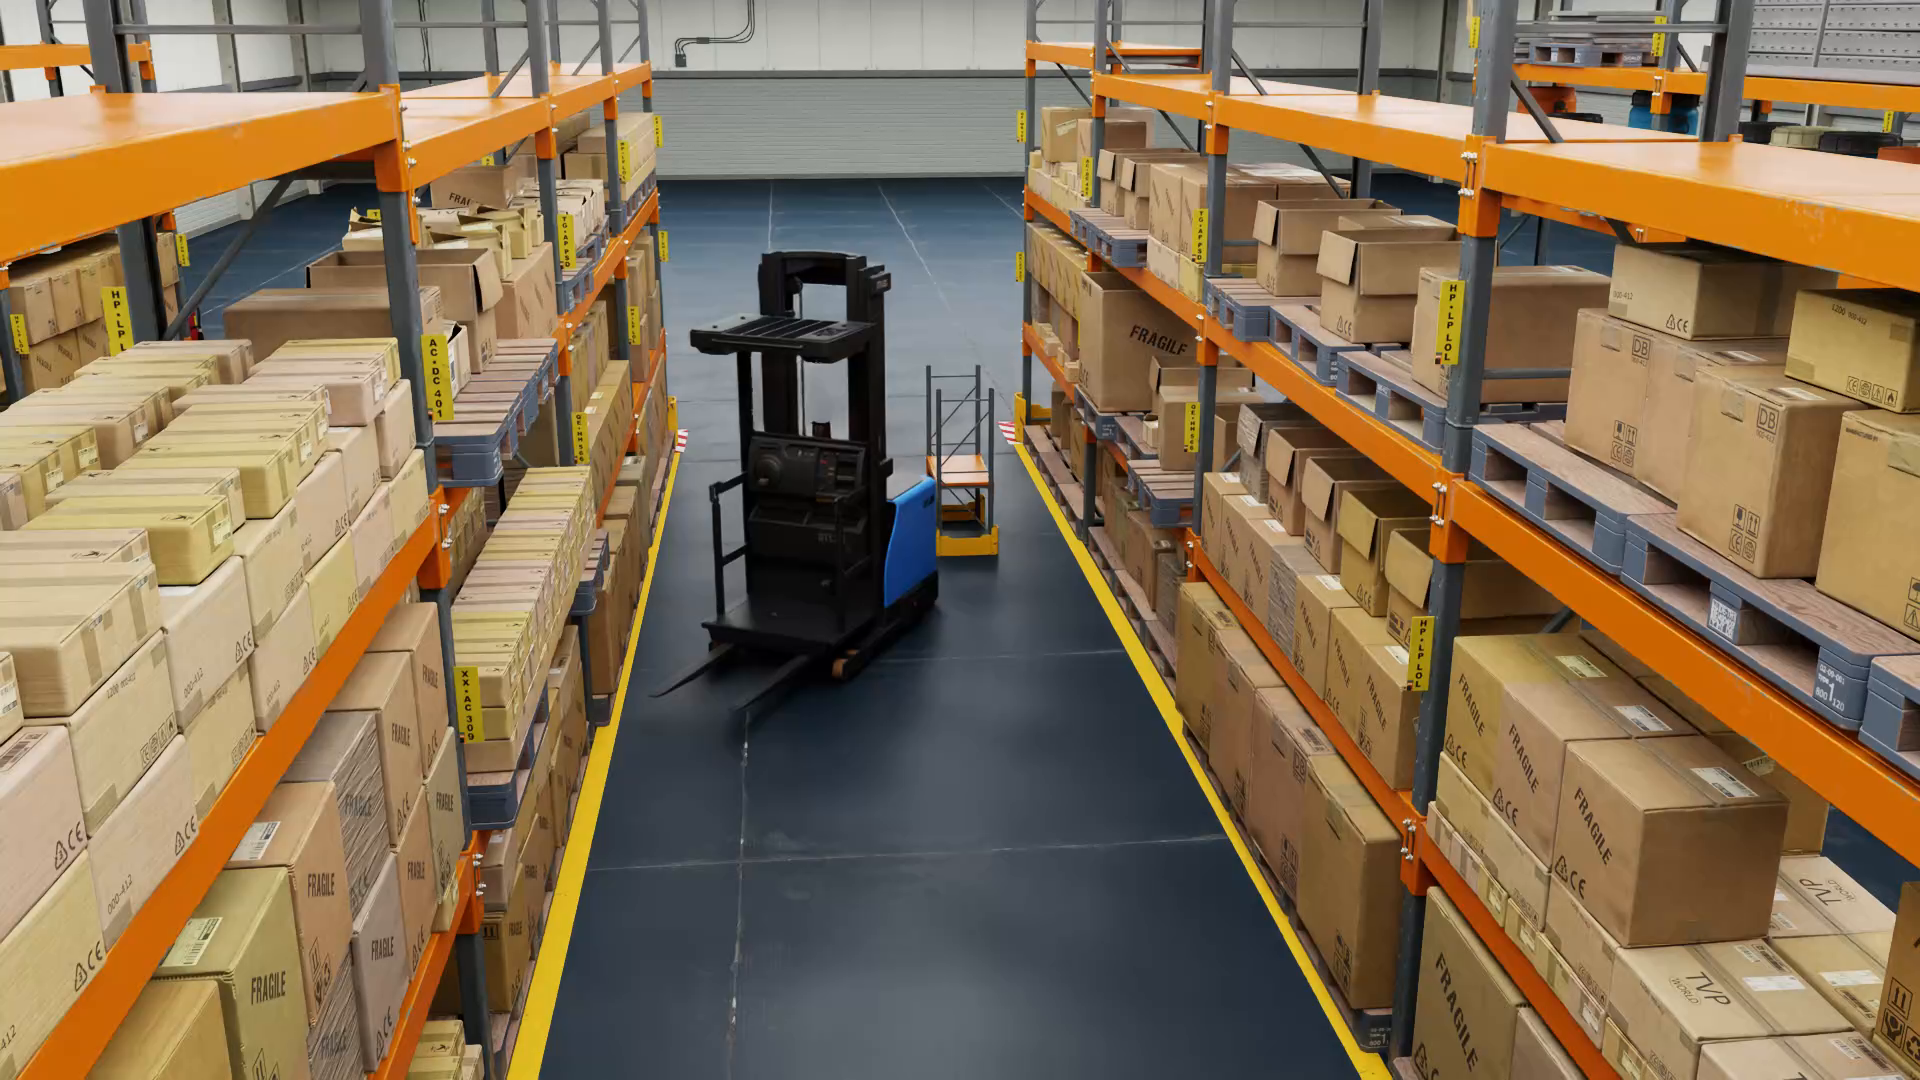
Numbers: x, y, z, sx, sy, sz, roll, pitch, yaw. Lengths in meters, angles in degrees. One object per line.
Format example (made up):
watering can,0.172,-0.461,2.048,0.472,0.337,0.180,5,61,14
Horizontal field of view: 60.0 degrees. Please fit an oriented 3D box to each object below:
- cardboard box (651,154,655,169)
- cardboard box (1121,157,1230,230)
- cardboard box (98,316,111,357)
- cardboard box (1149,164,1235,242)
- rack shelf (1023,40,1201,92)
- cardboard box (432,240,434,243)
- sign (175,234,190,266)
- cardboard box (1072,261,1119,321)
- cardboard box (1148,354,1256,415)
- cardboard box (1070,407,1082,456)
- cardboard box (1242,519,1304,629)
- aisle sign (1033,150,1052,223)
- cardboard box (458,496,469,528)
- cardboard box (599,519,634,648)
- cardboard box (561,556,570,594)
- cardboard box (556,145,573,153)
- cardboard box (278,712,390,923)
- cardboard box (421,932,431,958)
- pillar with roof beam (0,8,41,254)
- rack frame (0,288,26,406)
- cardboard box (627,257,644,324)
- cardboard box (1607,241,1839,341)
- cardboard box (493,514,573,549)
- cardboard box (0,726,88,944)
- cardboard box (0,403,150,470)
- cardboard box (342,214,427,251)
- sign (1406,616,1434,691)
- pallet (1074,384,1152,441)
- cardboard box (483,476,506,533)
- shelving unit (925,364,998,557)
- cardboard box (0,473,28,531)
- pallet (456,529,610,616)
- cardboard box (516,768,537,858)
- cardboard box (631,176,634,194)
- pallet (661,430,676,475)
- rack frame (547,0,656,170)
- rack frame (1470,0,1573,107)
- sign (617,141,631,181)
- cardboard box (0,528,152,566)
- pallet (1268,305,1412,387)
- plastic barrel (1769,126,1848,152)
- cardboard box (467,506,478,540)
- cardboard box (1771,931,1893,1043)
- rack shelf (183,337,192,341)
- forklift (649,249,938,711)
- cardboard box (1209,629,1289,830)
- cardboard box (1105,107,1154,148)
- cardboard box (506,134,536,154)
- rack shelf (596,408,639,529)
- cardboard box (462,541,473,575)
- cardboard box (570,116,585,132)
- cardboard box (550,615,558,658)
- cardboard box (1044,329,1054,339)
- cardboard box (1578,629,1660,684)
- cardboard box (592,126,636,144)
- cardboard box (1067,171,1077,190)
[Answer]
cardboard box,-3.342,-3.882,17.078,0.380,0.149,0.250,-2,18,-5
cardboard box,1.666,-2.675,12.807,0.797,0.503,0.637,-1,17,-3
cardboard box,-8.193,-1.890,15.524,0.500,0.500,0.500,-2,17,-5
cardboard box,1.633,-2.378,11.735,0.500,0.500,0.500,-1,17,-5
rack shelf,1.412,-4.531,15.792,1.077,0.370,4.000,-2,18,-6
cardboard box,-3.194,-1.842,10.551,0.380,0.166,0.250,-2,18,-6
sign,-8.098,-3.018,17.320,0.100,0.325,0.005,-2,18,-6
cardboard box,1.298,-2.210,14.875,0.500,0.500,0.500,-2,18,-6
cardboard box,1.889,-1.154,12.970,0.797,0.503,0.637,0,17,0
cardboard box,1.395,-1.066,17.038,0.500,0.500,0.500,0,17,0
cardboard box,1.922,0.186,9.411,0.500,0.500,0.500,-2,18,-7
aisle sign,0.901,-3.859,18.121,0.394,0.787,0.004,-2,18,-6
cardboard box,-3.007,-0.170,9.437,0.380,0.149,0.250,-2,18,-6
cardboard box,-2.980,0.326,12.187,1.050,0.750,0.750,-2,17,-5
cardboard box,-2.274,0.192,8.779,0.380,0.149,0.250,-1,17,-4
cardboard box,-3.684,-3.333,14.665,0.500,0.250,0.500,-2,18,-6
cardboard box,-2.086,0.861,5.095,0.500,0.500,0.500,-1,17,-4
cardboard box,-2.136,1.442,5.997,0.380,0.149,0.250,-1,17,-3
pillar with roof beam,-11.369,-8.484,27.177,9.100,9.000,0.400,-2,18,-6
rack frame,-8.239,-1.111,13.710,1.000,3.000,0.127,-2,18,-6
cardboard box,-3.421,-2.318,15.498,0.875,0.550,0.550,-2,18,-6
cardboard box,2.534,-0.838,5.545,0.500,0.250,0.500,-3,18,-9
cardboard box,-2.306,-0.031,8.993,0.380,0.149,0.250,-2,18,-6
cardboard box,-1.876,0.541,2.855,0.500,0.250,0.500,-1,17,-5
cardboard box,-2.606,-0.295,4.851,0.380,0.149,0.250,-2,18,-7
cardboard box,-3.027,-1.589,8.779,0.396,0.266,0.258,-2,18,-6
sign,1.904,0.471,6.869,0.100,0.325,0.005,-2,18,-6
pallet,1.552,-1.094,13.974,1.003,0.211,1.213,-2,18,-6
cardboard box,-3.227,-0.276,10.883,0.500,0.500,0.500,-2,18,-6
shelving unit,-0.008,-0.738,15.025,0.587,1.500,1.083,-2,18,-6
cardboard box,-2.552,-0.057,4.092,0.380,0.149,0.250,-2,18,-7
pallet,-2.734,0.198,9.860,1.213,0.211,1.003,-2,18,-6
cardboard box,-2.372,1.337,8.132,0.500,0.250,0.500,-1,17,-4
cardboard box,-3.078,-3.124,14.664,0.380,0.149,0.250,-2,18,-6
pallet,-3.578,-0.920,17.755,1.003,0.211,1.213,-2,18,-6
rack frame,-3.739,-5.349,17.190,1.000,3.000,0.127,-2,18,-6
rack frame,6.132,-5.625,18.070,1.000,3.000,0.127,-2,18,-6
sign,-2.787,-3.142,13.781,0.100,0.325,0.005,-2,18,-6
cardboard box,-2.015,0.083,3.646,0.380,0.149,0.250,-1,17,-4
pallet,2.268,-1.044,8.801,1.003,0.211,1.213,-1,17,-3
plastic barrel,6.880,-2.901,13.566,0.600,0.901,0.600,0,17,0
cardboard box,-3.033,-0.094,9.691,0.380,0.149,0.250,-1,17,-3
cardboard box,2.907,1.476,5.221,0.500,0.250,0.500,-2,18,-7
rack shelf,-8.446,-1.364,15.715,1.077,0.370,4.000,-2,18,-6
forklift,-1.203,-0.527,11.963,1.130,2.935,3.031,7,19,21
cardboard box,2.165,1.060,9.641,1.225,0.875,0.875,-2,18,-5
cardboard box,1.617,-4.015,16.451,0.500,0.500,0.500,-2,18,-6
cardboard box,-3.681,-3.333,13.999,0.380,0.149,0.250,-2,18,-6
rack shelf,-3.120,-0.355,12.502,1.077,0.370,4.000,-2,18,-6
cardboard box,-3.012,0.117,9.516,0.380,0.149,0.250,-1,17,-3
cardboard box,-3.969,-4.166,16.651,0.380,0.149,0.250,-2,18,-6
cardboard box,-2.224,0.488,8.333,0.380,0.149,0.250,-2,18,-7
cardboard box,1.080,-2.099,17.273,0.380,0.149,0.250,-2,18,-6
cardboard box,2.756,0.666,6.548,0.500,0.500,0.500,-1,17,-4
cardboard box,-3.133,-3.657,15.030,0.380,0.149,0.250,-2,17,-5
cardboard box,1.194,-3.291,15.230,0.380,0.149,0.250,-2,18,-7
